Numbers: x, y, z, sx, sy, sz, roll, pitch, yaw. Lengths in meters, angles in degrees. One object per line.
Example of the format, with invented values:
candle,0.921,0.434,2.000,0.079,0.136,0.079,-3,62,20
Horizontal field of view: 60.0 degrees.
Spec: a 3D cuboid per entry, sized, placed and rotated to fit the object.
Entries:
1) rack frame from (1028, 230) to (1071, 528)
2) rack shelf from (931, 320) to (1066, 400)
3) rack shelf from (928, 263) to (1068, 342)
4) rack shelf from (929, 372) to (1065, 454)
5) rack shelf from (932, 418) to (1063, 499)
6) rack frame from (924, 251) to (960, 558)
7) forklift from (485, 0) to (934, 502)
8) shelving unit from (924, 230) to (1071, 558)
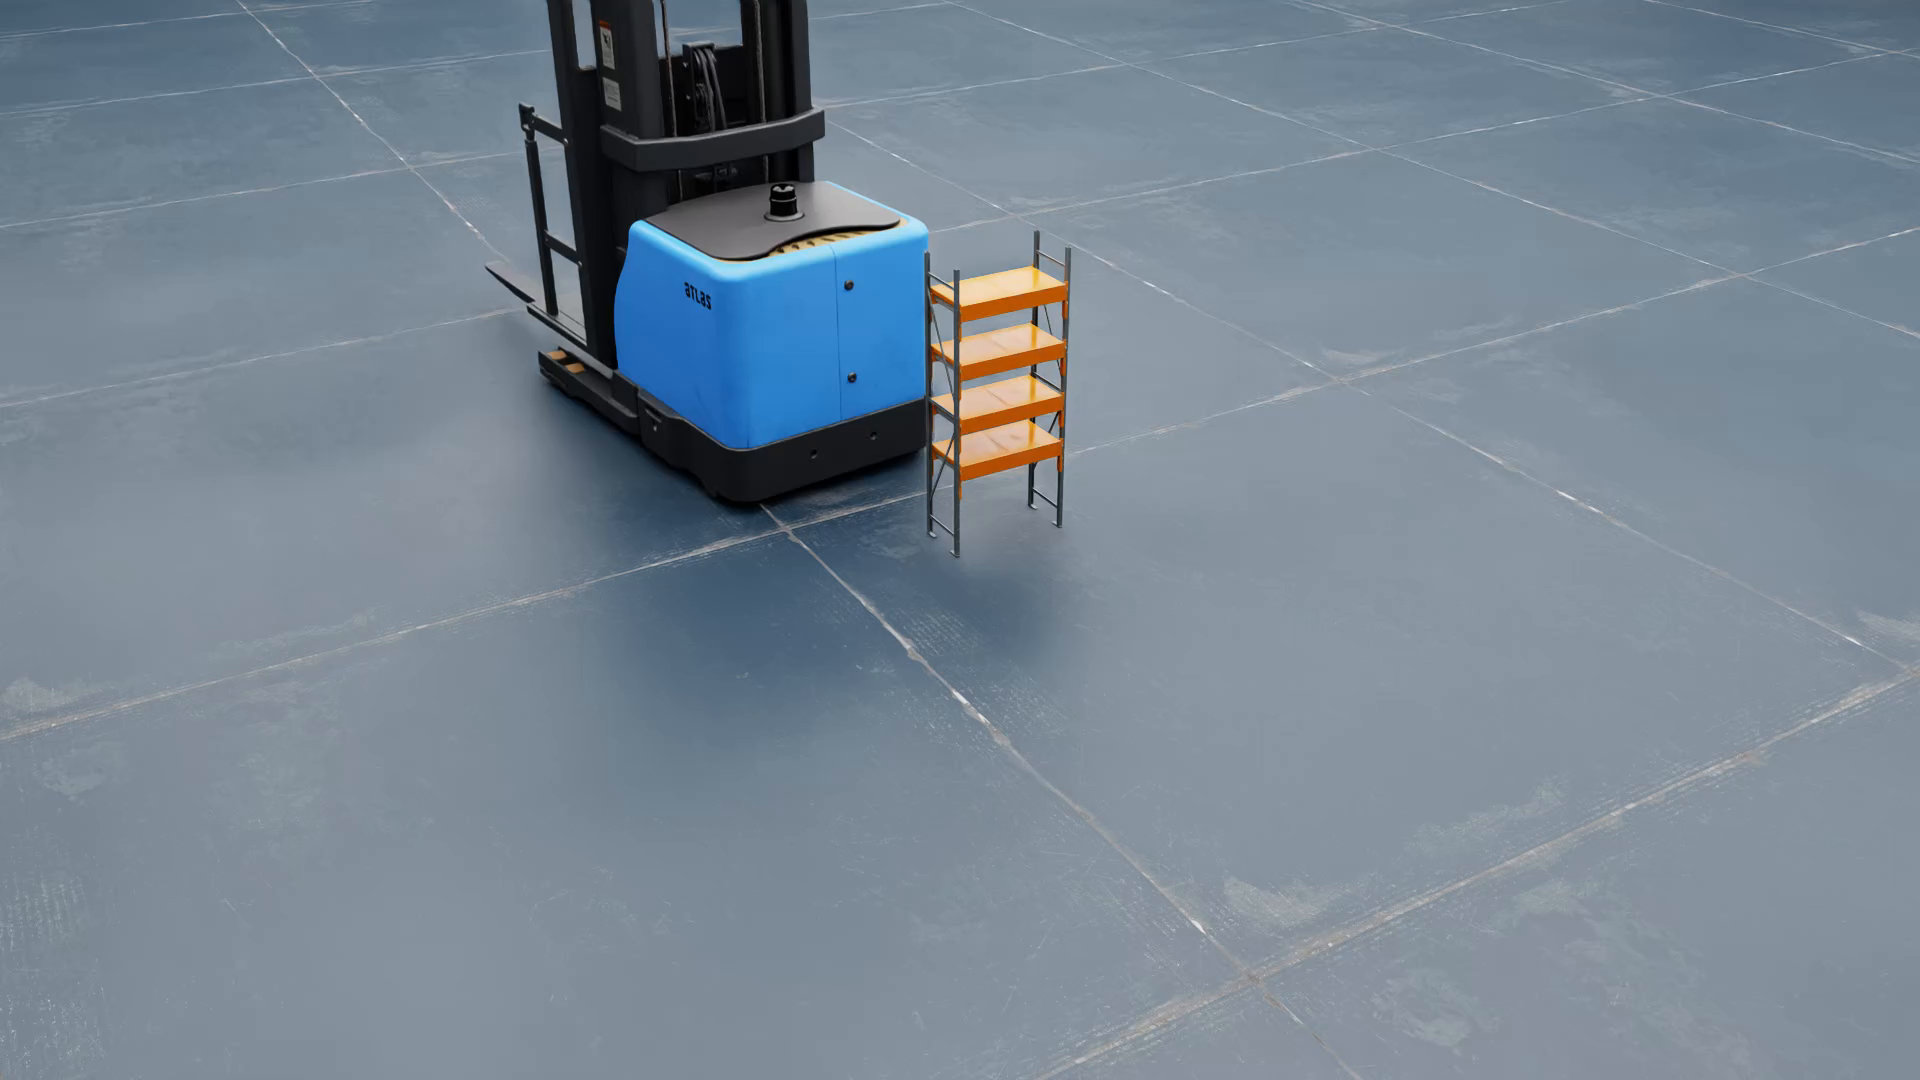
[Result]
rack frame,0.353,-0.626,6.642,0.015,1.200,0.240,-16,33,-26
rack shelf,0.143,-0.703,6.458,0.480,0.148,0.258,-16,33,-26
rack shelf,0.143,-0.910,6.344,0.480,0.148,0.258,-16,33,-26
rack shelf,0.143,-0.507,6.566,0.480,0.148,0.258,-16,33,-26
rack shelf,0.143,-0.333,6.662,0.480,0.148,0.258,-16,33,-26
rack frame,-0.068,-0.506,6.425,0.015,1.200,0.240,-16,33,-26
forklift,-1.398,-2.092,7.508,1.130,2.935,3.031,-20,35,-32
shelving unit,0.143,-0.566,6.534,0.503,1.200,0.258,-16,33,-26
